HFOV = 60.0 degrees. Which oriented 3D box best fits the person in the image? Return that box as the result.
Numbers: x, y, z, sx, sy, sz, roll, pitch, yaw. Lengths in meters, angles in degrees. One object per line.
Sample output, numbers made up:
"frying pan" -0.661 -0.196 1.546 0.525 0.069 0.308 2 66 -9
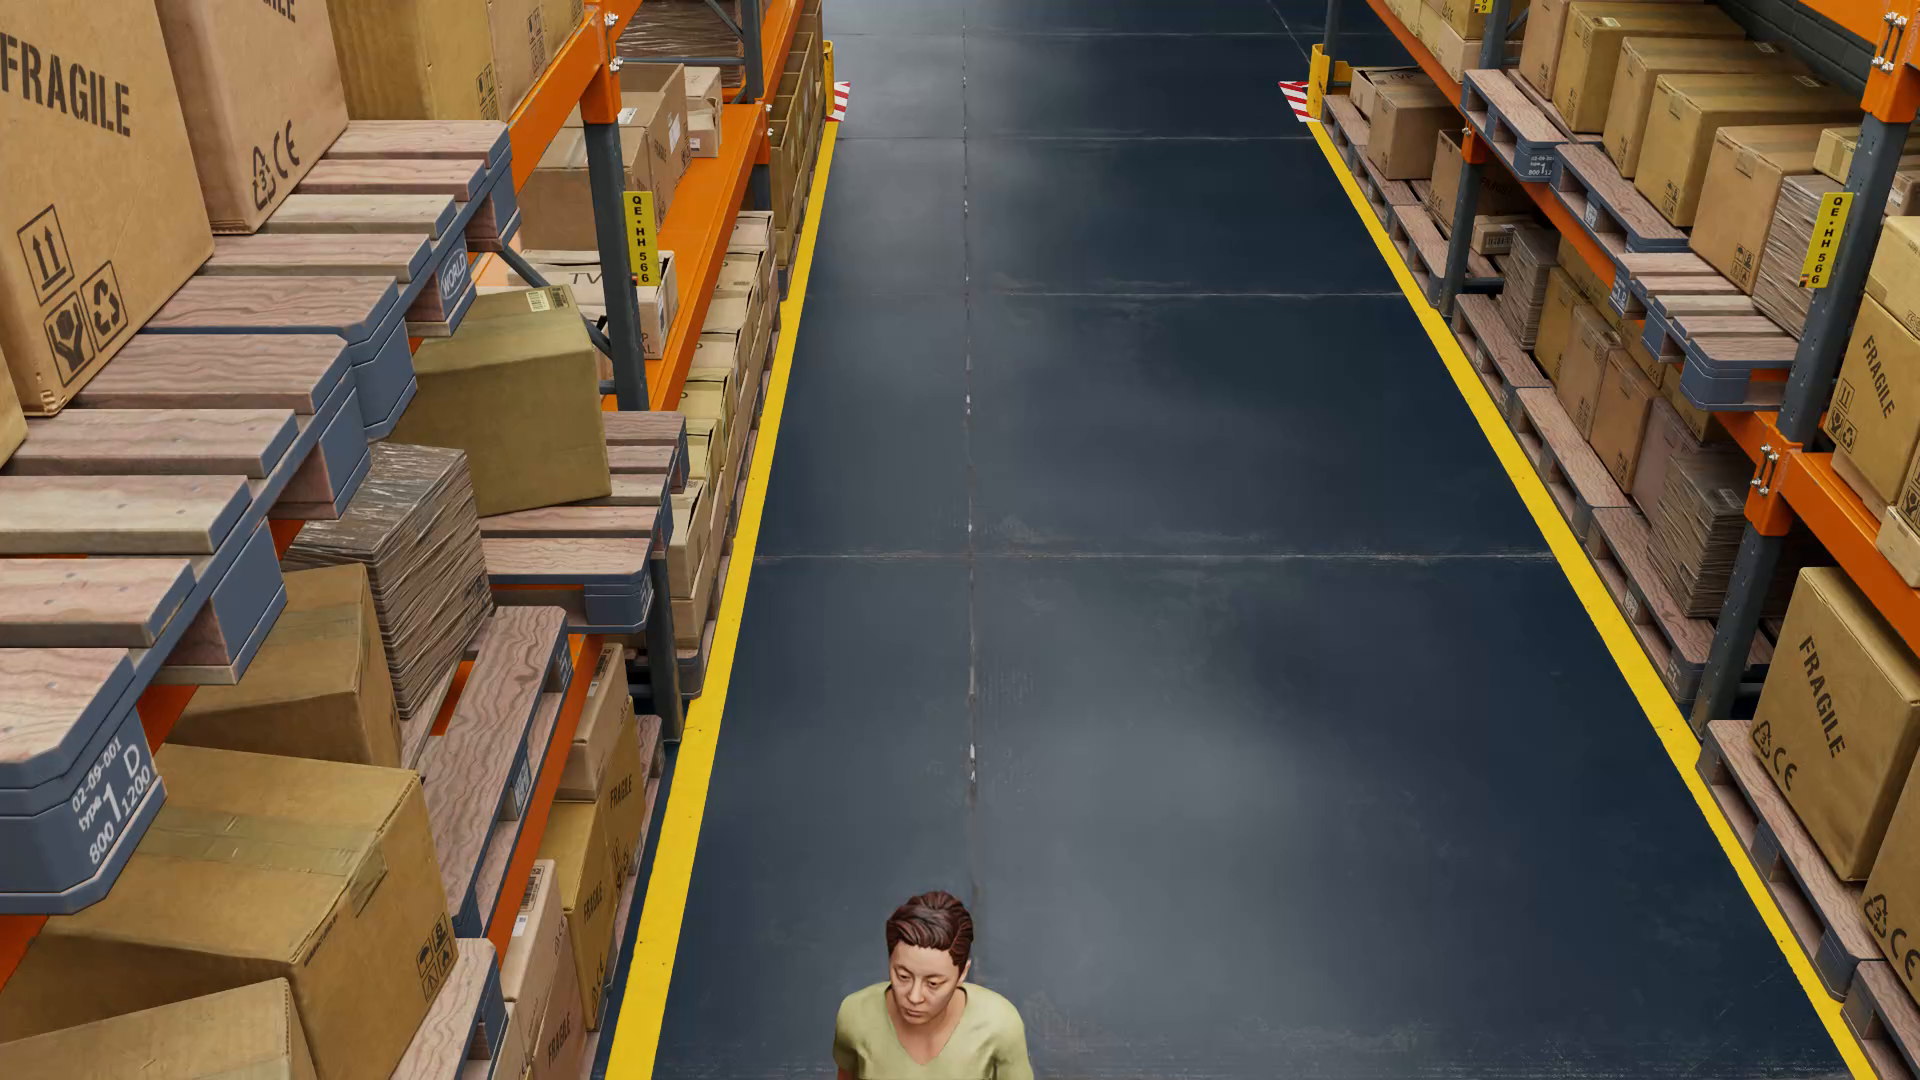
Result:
"person" -0.054 1.479 3.760 0.443 1.600 1.020 -2 32 -3
